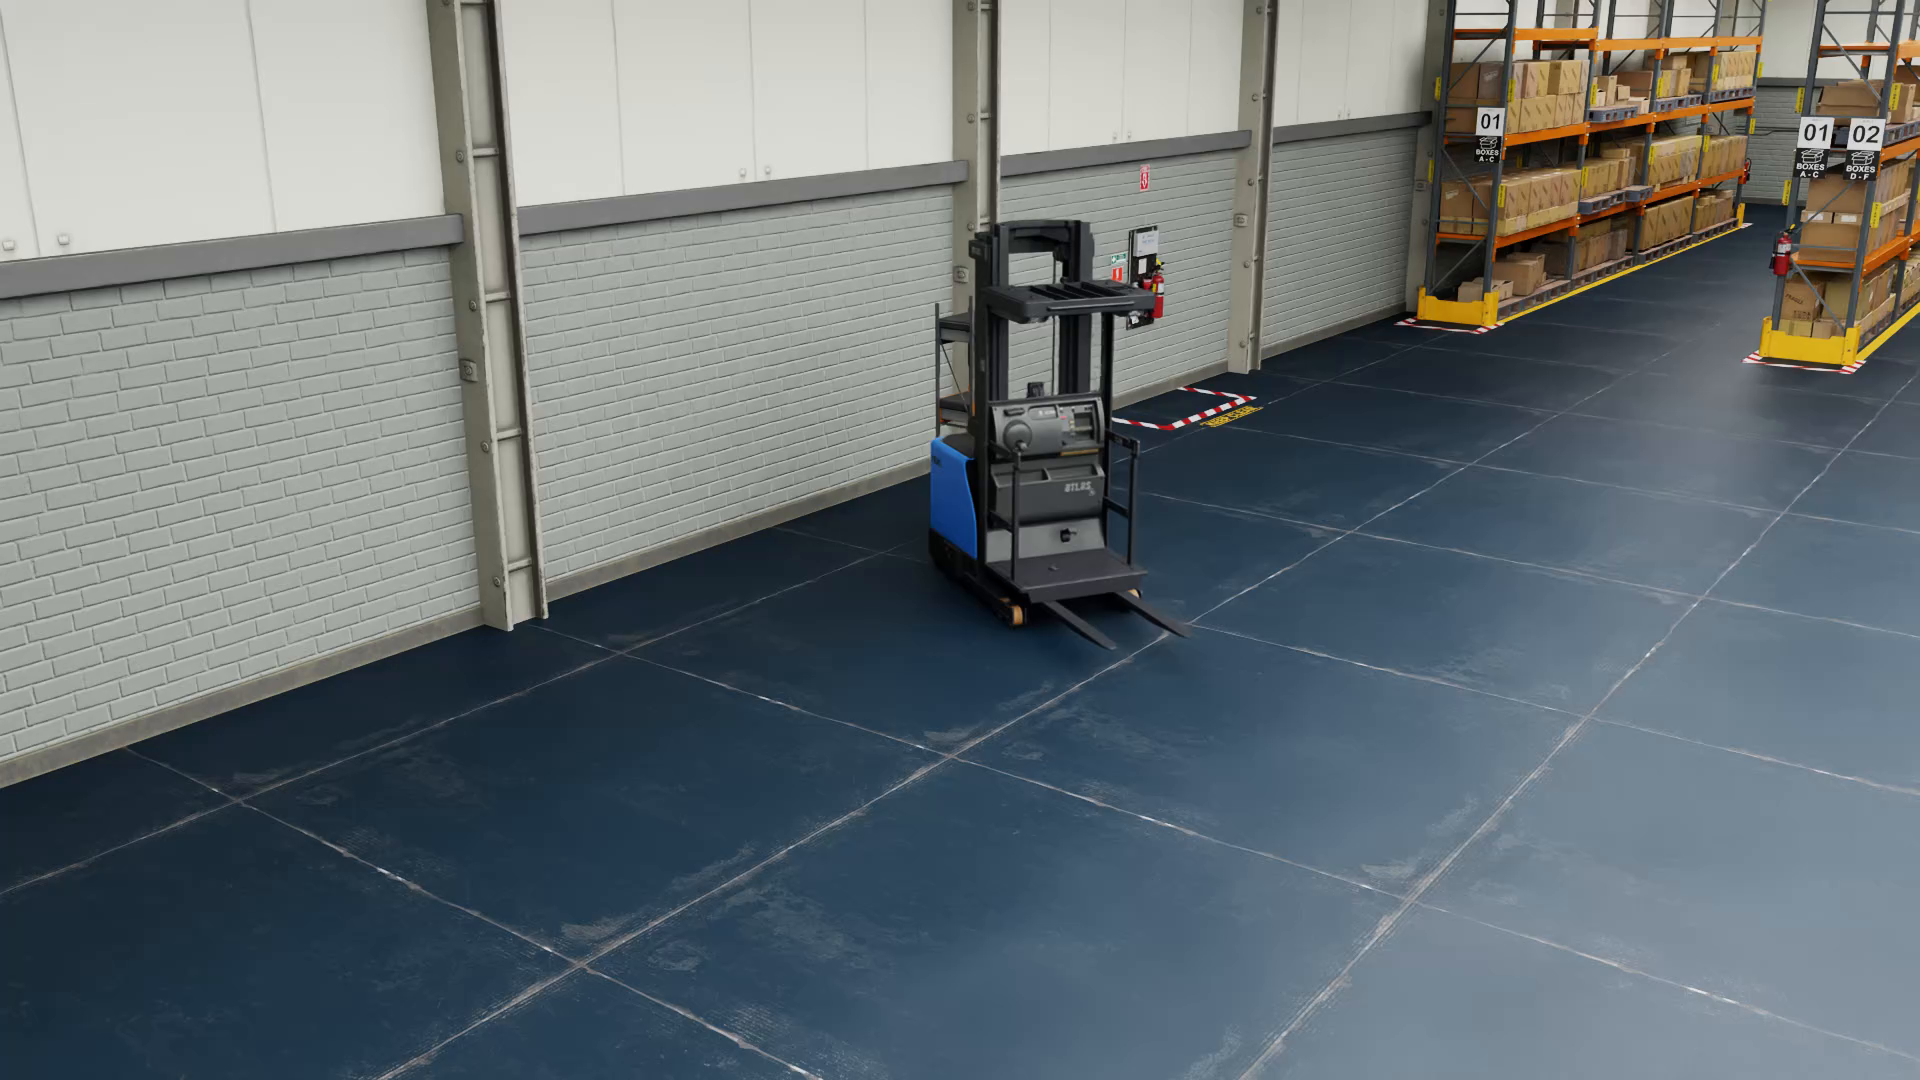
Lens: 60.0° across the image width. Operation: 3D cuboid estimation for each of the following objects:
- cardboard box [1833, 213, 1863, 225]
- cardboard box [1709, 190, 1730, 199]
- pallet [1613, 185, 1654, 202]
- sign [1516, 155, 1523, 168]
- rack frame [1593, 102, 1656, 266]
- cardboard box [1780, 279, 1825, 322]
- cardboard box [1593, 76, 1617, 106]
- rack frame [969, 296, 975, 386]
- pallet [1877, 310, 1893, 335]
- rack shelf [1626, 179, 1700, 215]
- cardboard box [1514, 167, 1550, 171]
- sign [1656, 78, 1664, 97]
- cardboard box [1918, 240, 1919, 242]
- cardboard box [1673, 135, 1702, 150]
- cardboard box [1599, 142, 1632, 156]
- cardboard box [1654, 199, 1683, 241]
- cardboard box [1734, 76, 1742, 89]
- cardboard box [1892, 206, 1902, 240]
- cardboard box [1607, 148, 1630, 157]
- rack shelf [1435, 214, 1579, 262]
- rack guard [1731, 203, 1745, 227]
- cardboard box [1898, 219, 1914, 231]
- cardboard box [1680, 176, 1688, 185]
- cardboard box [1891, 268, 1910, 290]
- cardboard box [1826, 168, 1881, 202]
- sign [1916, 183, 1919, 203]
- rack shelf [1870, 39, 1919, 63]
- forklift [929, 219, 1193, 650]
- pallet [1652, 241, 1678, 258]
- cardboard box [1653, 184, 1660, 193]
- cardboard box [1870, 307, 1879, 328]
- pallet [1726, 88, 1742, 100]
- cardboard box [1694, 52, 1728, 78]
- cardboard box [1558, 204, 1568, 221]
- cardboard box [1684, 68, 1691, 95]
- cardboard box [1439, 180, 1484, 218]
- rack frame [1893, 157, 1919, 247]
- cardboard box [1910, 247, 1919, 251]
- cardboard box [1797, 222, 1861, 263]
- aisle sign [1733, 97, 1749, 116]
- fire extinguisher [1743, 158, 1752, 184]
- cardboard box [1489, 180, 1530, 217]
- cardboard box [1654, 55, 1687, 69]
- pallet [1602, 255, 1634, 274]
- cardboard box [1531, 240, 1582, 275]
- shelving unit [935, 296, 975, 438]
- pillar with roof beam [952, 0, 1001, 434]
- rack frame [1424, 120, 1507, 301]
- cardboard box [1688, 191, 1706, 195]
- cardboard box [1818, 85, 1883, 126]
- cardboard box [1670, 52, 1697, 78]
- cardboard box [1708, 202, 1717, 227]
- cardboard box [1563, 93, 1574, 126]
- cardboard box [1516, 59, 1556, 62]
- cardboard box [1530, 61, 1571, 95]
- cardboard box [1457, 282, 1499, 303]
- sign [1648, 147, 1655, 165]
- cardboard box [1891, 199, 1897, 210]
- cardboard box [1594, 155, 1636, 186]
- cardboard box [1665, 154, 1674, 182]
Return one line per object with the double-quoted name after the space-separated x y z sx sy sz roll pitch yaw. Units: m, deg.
11.978 -4.324 22.349 0.380 0.149 0.250 12 21 34 "cardboard box"
16.706 -7.605 36.589 0.380 0.149 0.250 13 22 36 "cardboard box"
12.018 -6.411 30.654 1.213 0.211 1.003 12 21 35 "pallet"
9.526 -6.389 28.307 0.100 0.325 0.005 12 21 35 "sign"
12.358 -6.691 31.233 1.000 3.000 0.127 12 21 35 "rack frame"
11.652 -3.337 23.096 0.500 0.500 0.500 12 21 35 "cardboard box"
11.099 -7.829 28.963 0.500 0.500 0.500 12 21 33 "cardboard box"
0.244 -1.100 14.746 0.400 2.100 0.015 12 21 35 "rack frame"
13.447 -3.350 25.177 1.003 0.211 1.213 12 21 35 "pallet"
13.549 -6.824 32.874 1.077 0.370 4.000 12 21 35 "rack shelf"
9.526 -5.960 27.832 0.500 0.500 0.500 12 21 33 "cardboard box"
12.792 -8.274 30.401 0.100 0.325 0.005 12 21 35 "sign"
17.146 -5.017 29.314 0.500 0.500 0.500 12 21 33 "cardboard box"
14.668 -8.045 33.624 0.500 0.250 0.500 13 22 36 "cardboard box"
12.419 -7.403 31.555 0.500 0.250 0.500 13 22 36 "cardboard box"
13.931 -6.428 33.302 0.750 0.750 0.750 13 22 36 "cardboard box"
16.286 -9.736 35.355 0.500 0.250 0.500 12 21 33 "cardboard box"
13.695 -4.805 24.990 0.700 0.500 0.500 12 21 33 "cardboard box"
12.176 -7.171 30.775 0.380 0.149 0.250 9 20 28 "cardboard box"
8.783 -4.919 26.738 1.077 0.370 4.000 12 21 35 "rack shelf"
17.139 -7.409 37.758 1.175 0.500 0.348 12 21 35 "rack guard"
14.647 -4.919 25.950 0.380 0.149 0.250 12 21 35 "cardboard box"
14.335 -7.212 33.299 0.380 0.149 0.250 12 21 35 "cardboard box"
14.401 -4.074 25.787 0.500 0.311 0.500 13 21 35 "cardboard box"
12.200 -4.826 22.872 0.700 0.500 0.500 12 21 33 "cardboard box"
14.401 -5.218 24.894 0.100 0.325 0.005 12 21 35 "sign"
15.146 -7.671 26.159 1.077 0.370 4.000 12 21 35 "rack shelf"
0.768 -0.882 12.643 1.130 2.935 3.031 -7 19 -21 "forklift"
13.615 -5.823 33.140 1.003 0.211 1.213 12 21 35 "pallet"
13.123 -6.725 31.732 0.380 0.149 0.250 13 22 36 "cardboard box"
12.965 -3.244 24.061 0.500 0.250 0.500 12 21 35 "cardboard box"
15.964 -9.517 35.423 1.003 0.211 1.213 12 21 35 "pallet"
15.391 -9.732 34.077 0.500 0.500 0.500 12 21 34 "cardboard box"
9.632 -5.393 27.271 0.500 0.250 0.500 13 21 35 "cardboard box"
14.128 -9.144 33.164 0.700 0.500 0.500 11 20 32 "cardboard box"
7.701 -5.232 25.488 0.500 0.500 0.500 12 21 34 "cardboard box"
16.338 -5.817 28.417 1.000 3.000 0.127 12 21 35 "rack frame"
16.224 -4.804 28.138 0.500 0.311 0.500 13 22 36 "cardboard box"
11.860 -4.068 22.617 0.700 0.500 0.500 12 21 35 "cardboard box"
17.408 -9.802 36.868 0.394 0.787 0.004 12 21 35 "aisle sign"
17.585 -8.336 37.289 0.296 0.674 0.183 12 21 35 "fire extinguisher"
8.419 -5.258 25.574 0.500 0.500 0.500 12 21 35 "cardboard box"
14.111 -9.506 33.065 0.500 0.250 0.500 14 22 39 "cardboard box"
11.891 -5.174 31.048 1.003 0.211 1.213 12 21 35 "pallet"
10.399 -4.933 29.045 0.700 0.500 0.500 13 22 37 "cardboard box"
0.099 -1.042 14.559 0.431 2.100 0.503 12 21 35 "shelving unit"
3.621 -4.352 13.583 9.100 9.000 0.400 12 21 35 "pillar with roof beam"
7.591 -4.786 25.097 1.000 3.000 0.127 12 21 35 "rack frame"
16.100 -7.553 36.421 0.380 0.149 0.250 13 21 35 "cardboard box"
11.917 -5.797 22.176 0.797 0.503 0.637 14 22 38 "cardboard box"
14.970 -9.819 34.359 0.500 0.500 0.500 12 21 34 "cardboard box"
15.878 -7.052 35.900 0.700 0.500 0.500 13 21 36 "cardboard box"
9.560 -6.946 26.794 0.500 0.500 0.500 10 20 30 "cardboard box"
9.453 -7.640 27.341 0.500 0.500 0.500 13 21 36 "cardboard box"
9.273 -7.280 26.183 0.500 0.500 0.500 12 21 33 "cardboard box"
8.075 -3.861 25.910 0.500 0.311 0.500 10 20 29 "cardboard box"
12.799 -7.113 30.772 0.100 0.325 0.005 12 21 35 "sign"
13.357 -4.877 24.128 0.380 0.149 0.250 12 21 34 "cardboard box"
12.086 -6.835 30.787 0.700 0.500 0.500 10 20 28 "cardboard box"
13.469 -7.202 32.174 0.500 0.500 0.500 12 21 34 "cardboard box"
